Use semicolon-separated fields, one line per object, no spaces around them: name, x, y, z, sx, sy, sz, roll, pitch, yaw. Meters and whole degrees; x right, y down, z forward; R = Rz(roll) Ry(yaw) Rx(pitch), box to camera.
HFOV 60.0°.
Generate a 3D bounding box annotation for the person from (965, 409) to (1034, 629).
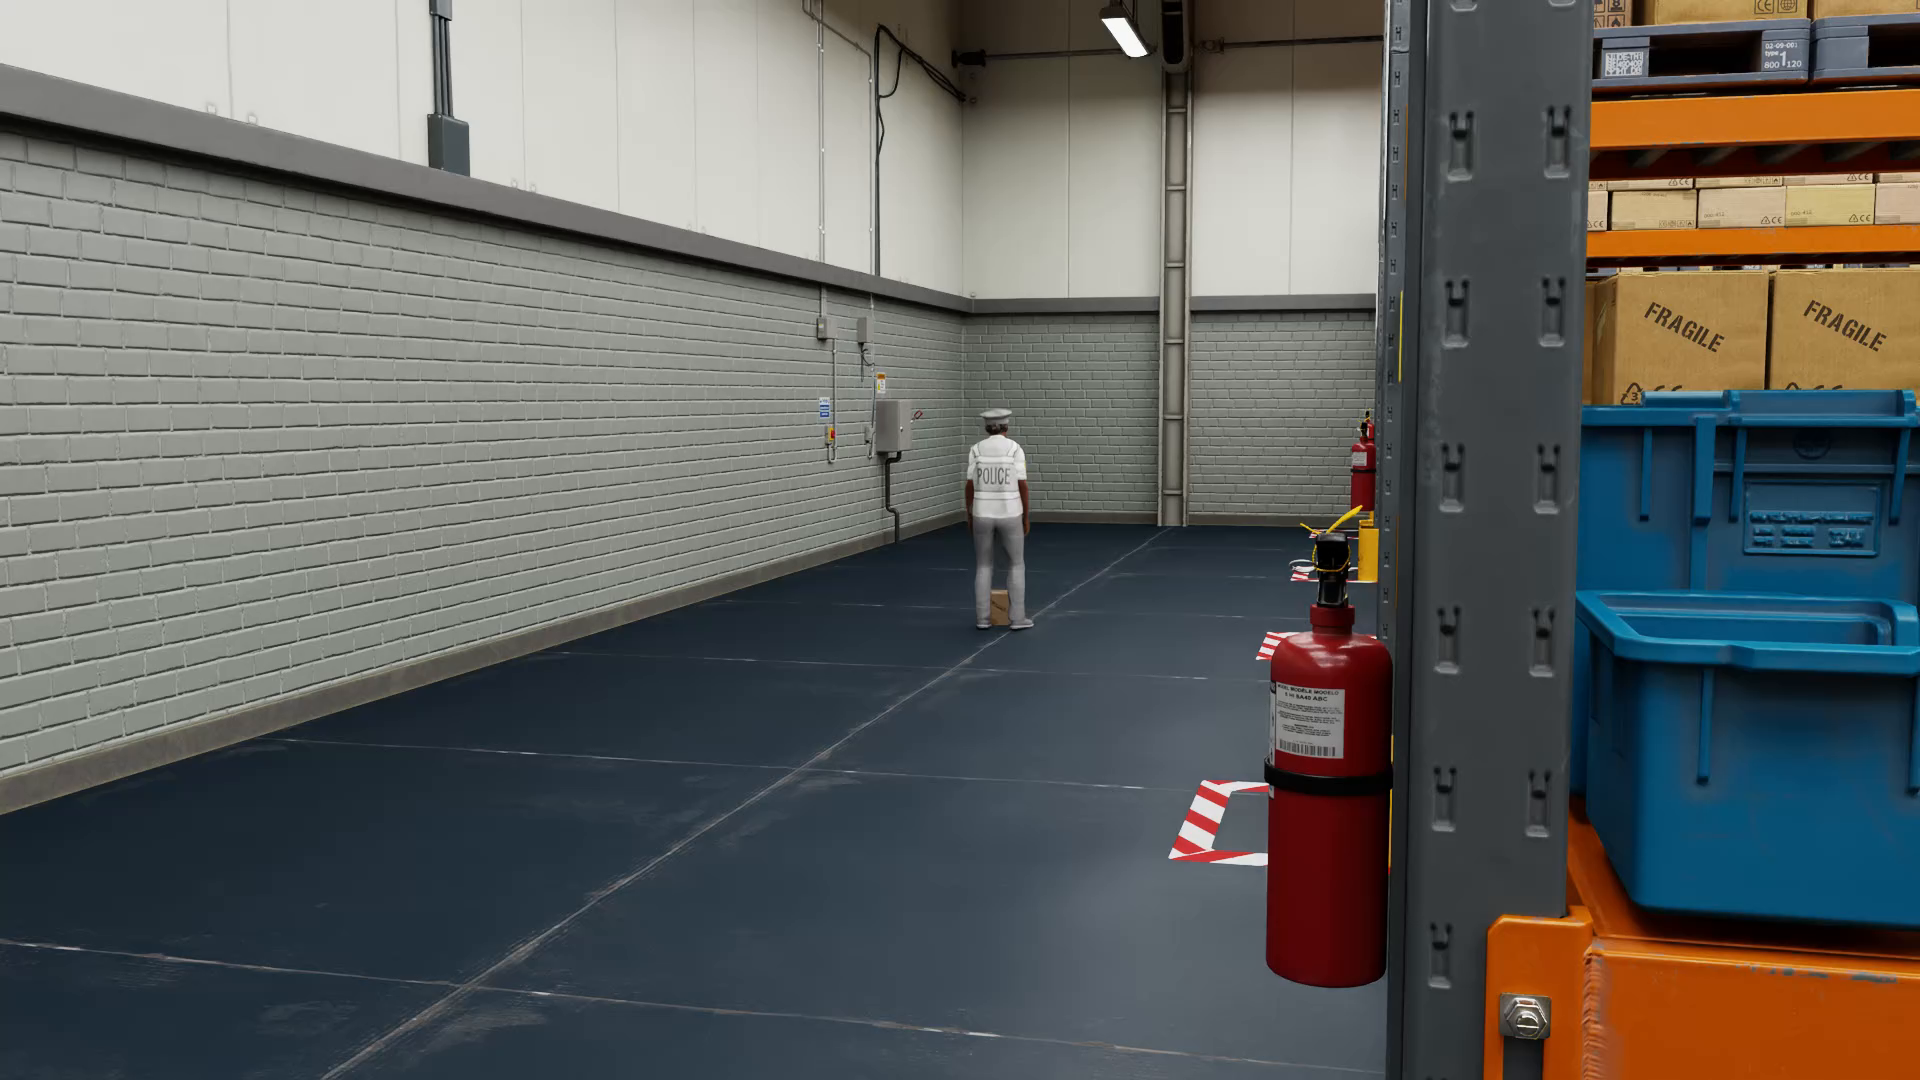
person;0.294;-0.154;12.574;0.509;1.658;0.391;1;5;11
